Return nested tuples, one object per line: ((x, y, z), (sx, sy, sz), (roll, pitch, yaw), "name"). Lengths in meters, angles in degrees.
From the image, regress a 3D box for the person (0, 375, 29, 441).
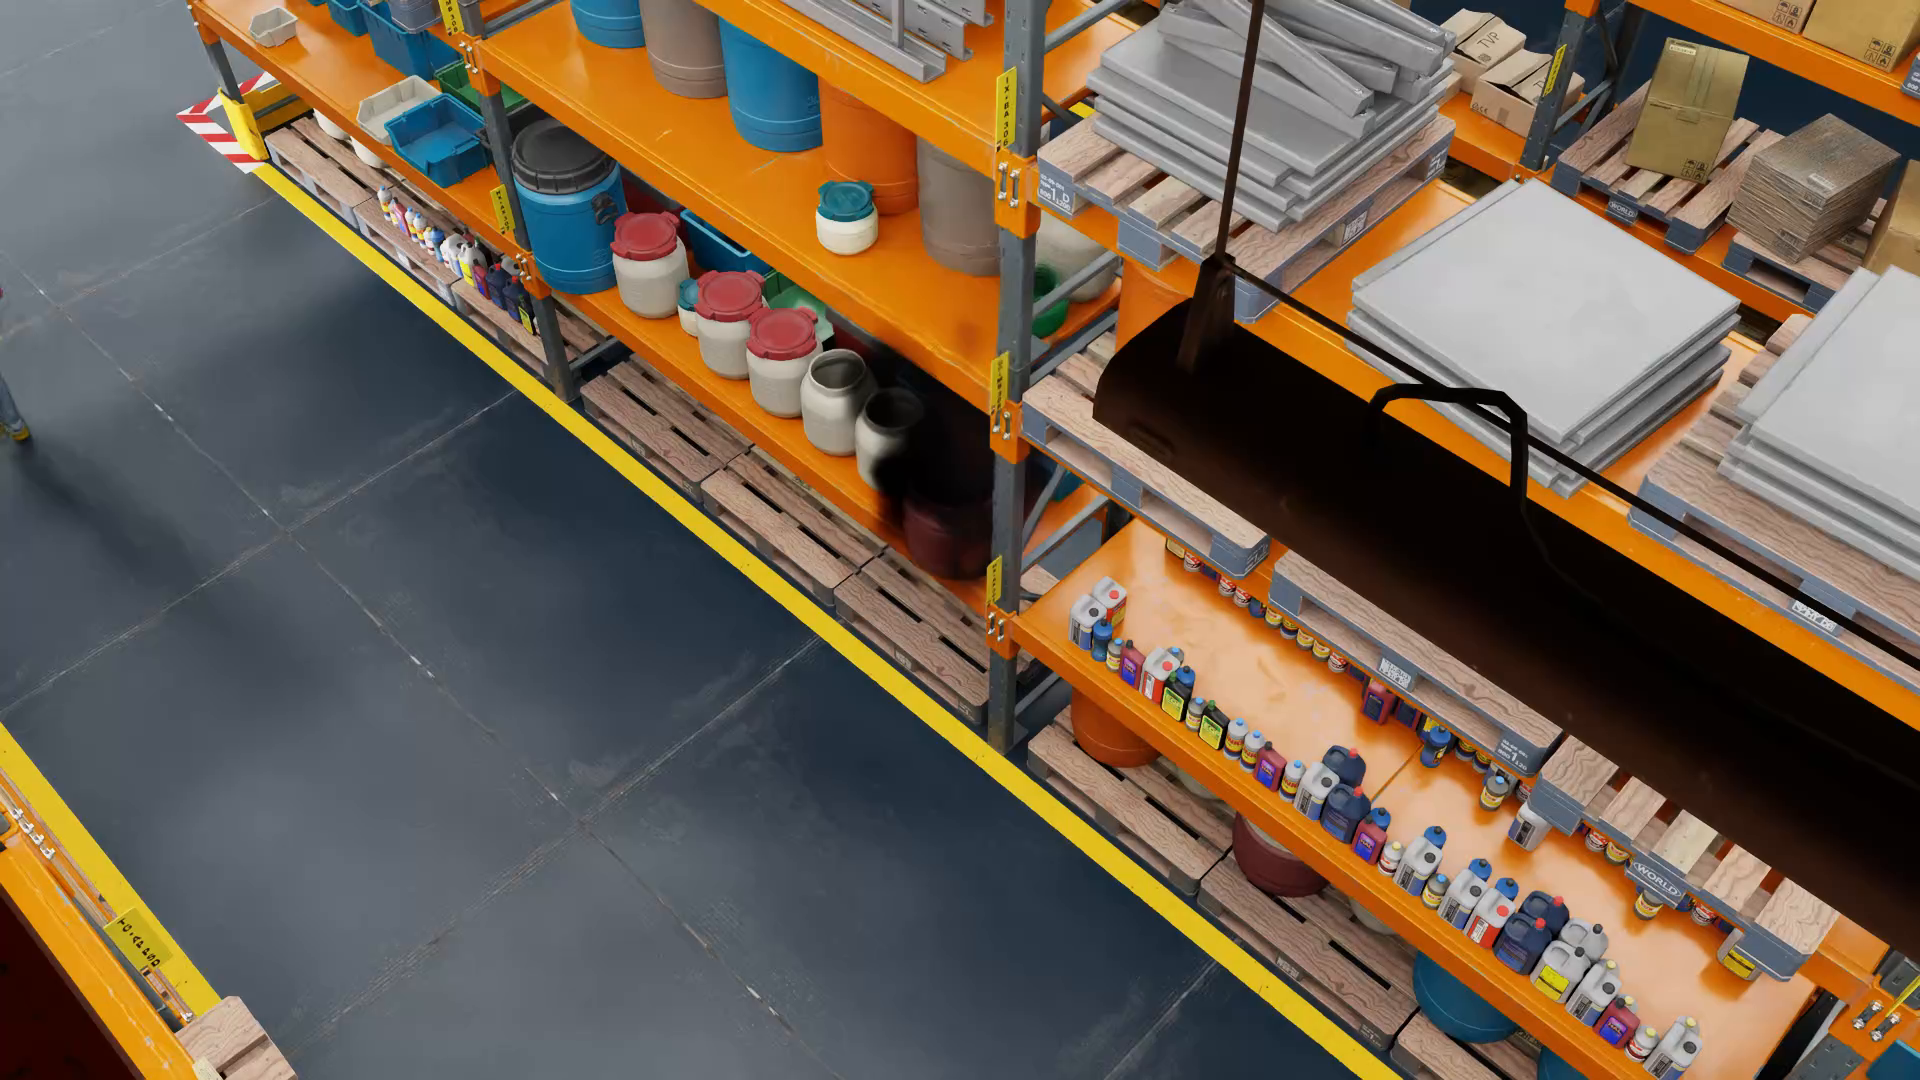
((-6.378, -1.317, 10.359), (0.574, 1.718, 0.733), (33, 57, 25), "person")
